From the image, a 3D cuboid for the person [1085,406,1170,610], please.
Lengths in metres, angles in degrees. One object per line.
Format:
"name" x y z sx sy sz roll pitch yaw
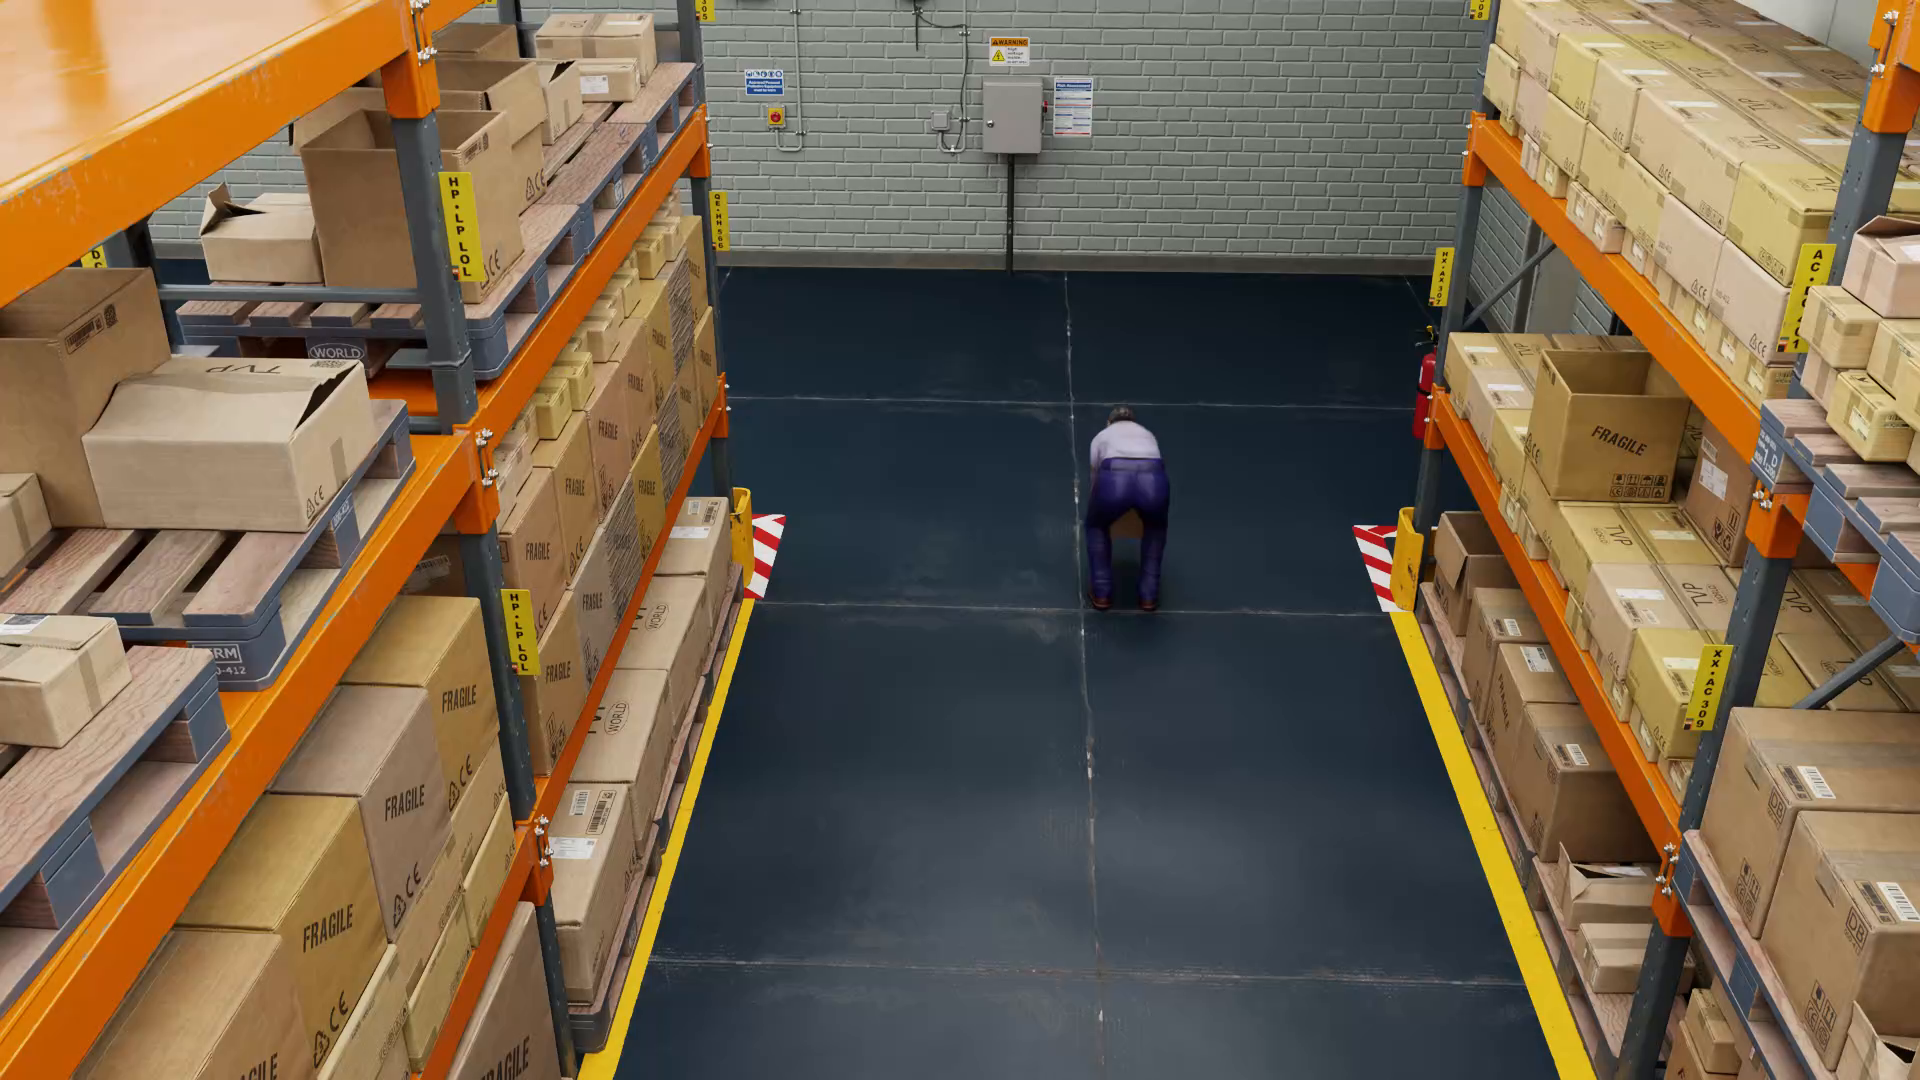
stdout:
"person" 0.960 -0.184 9.669 0.482 1.004 0.910 0 28 0
